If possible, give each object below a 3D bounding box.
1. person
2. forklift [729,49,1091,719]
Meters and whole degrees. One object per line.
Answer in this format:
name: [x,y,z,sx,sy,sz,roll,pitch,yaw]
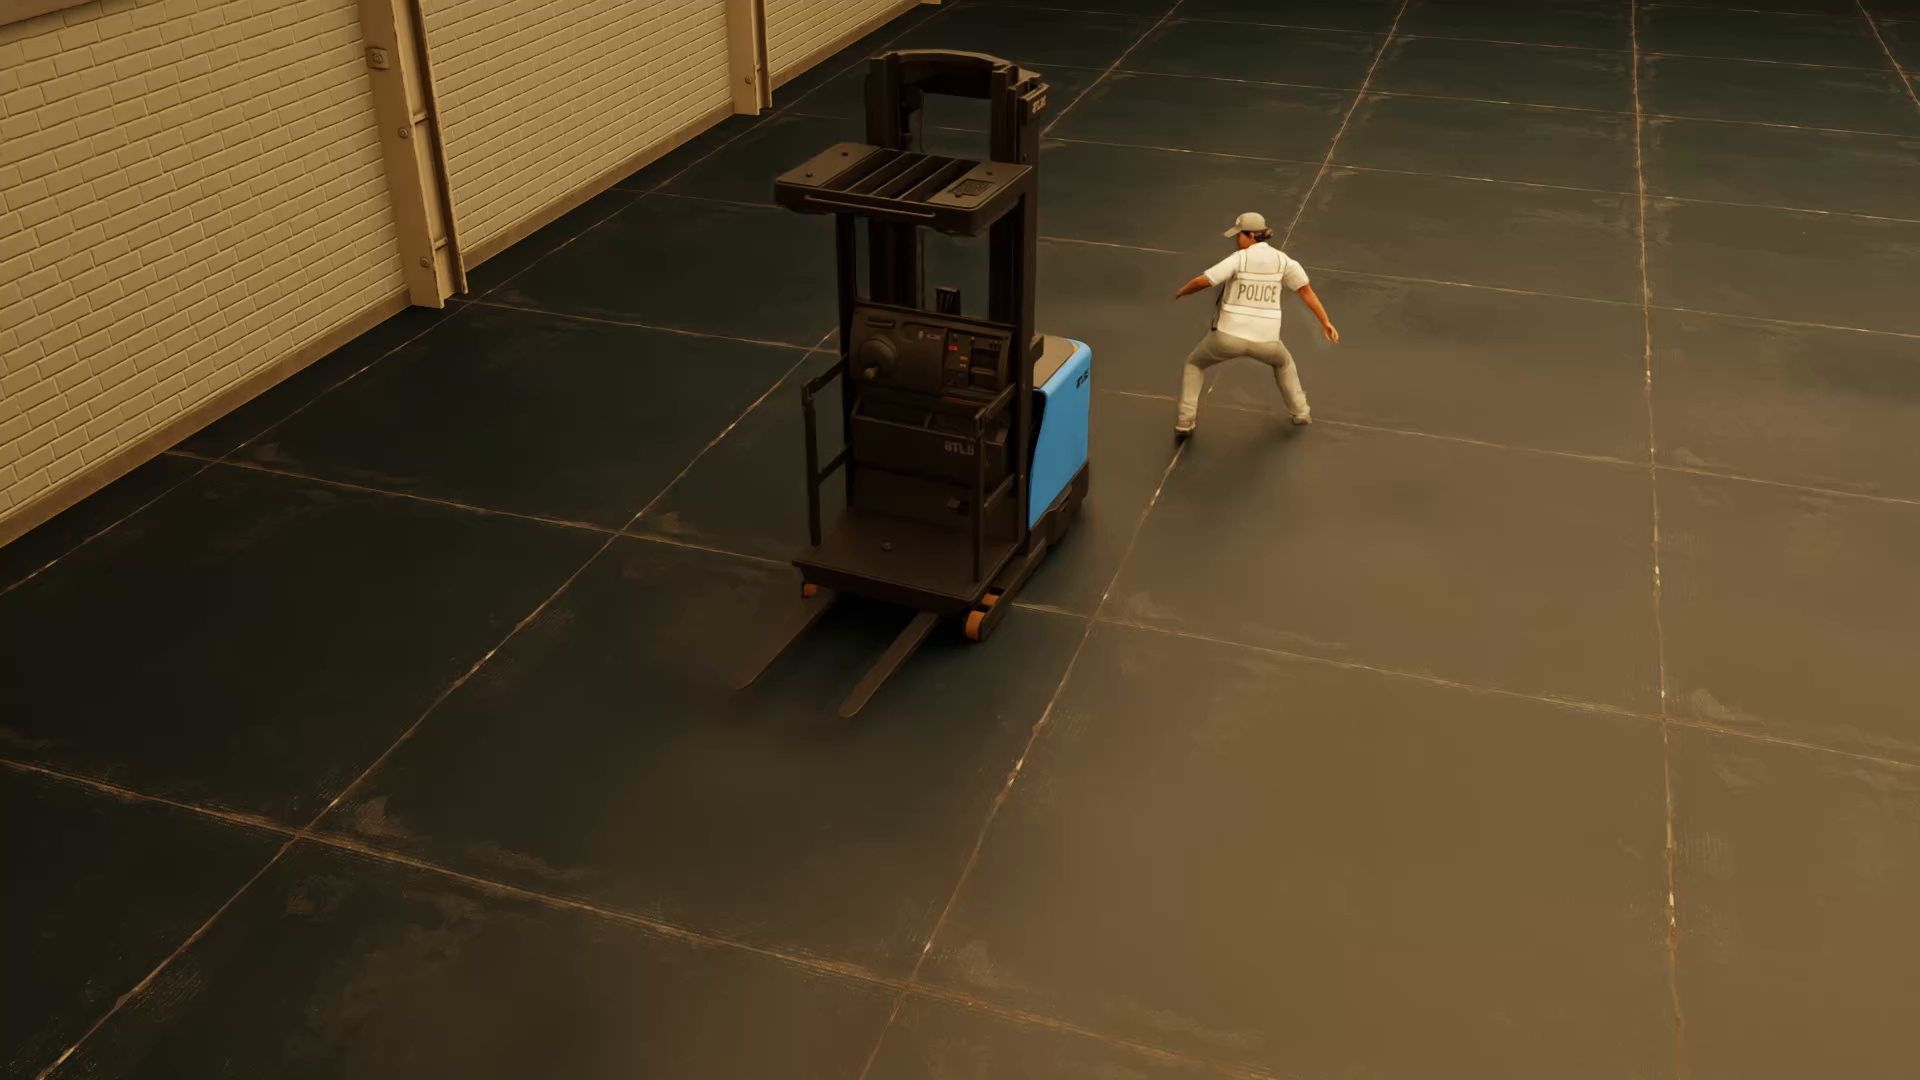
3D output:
person: [1.962,-1.357,11.086,1.025,1.625,0.538,0,30,-1]
forklift: [-0.249,-0.961,8.822,1.130,2.935,3.031,12,32,20]
